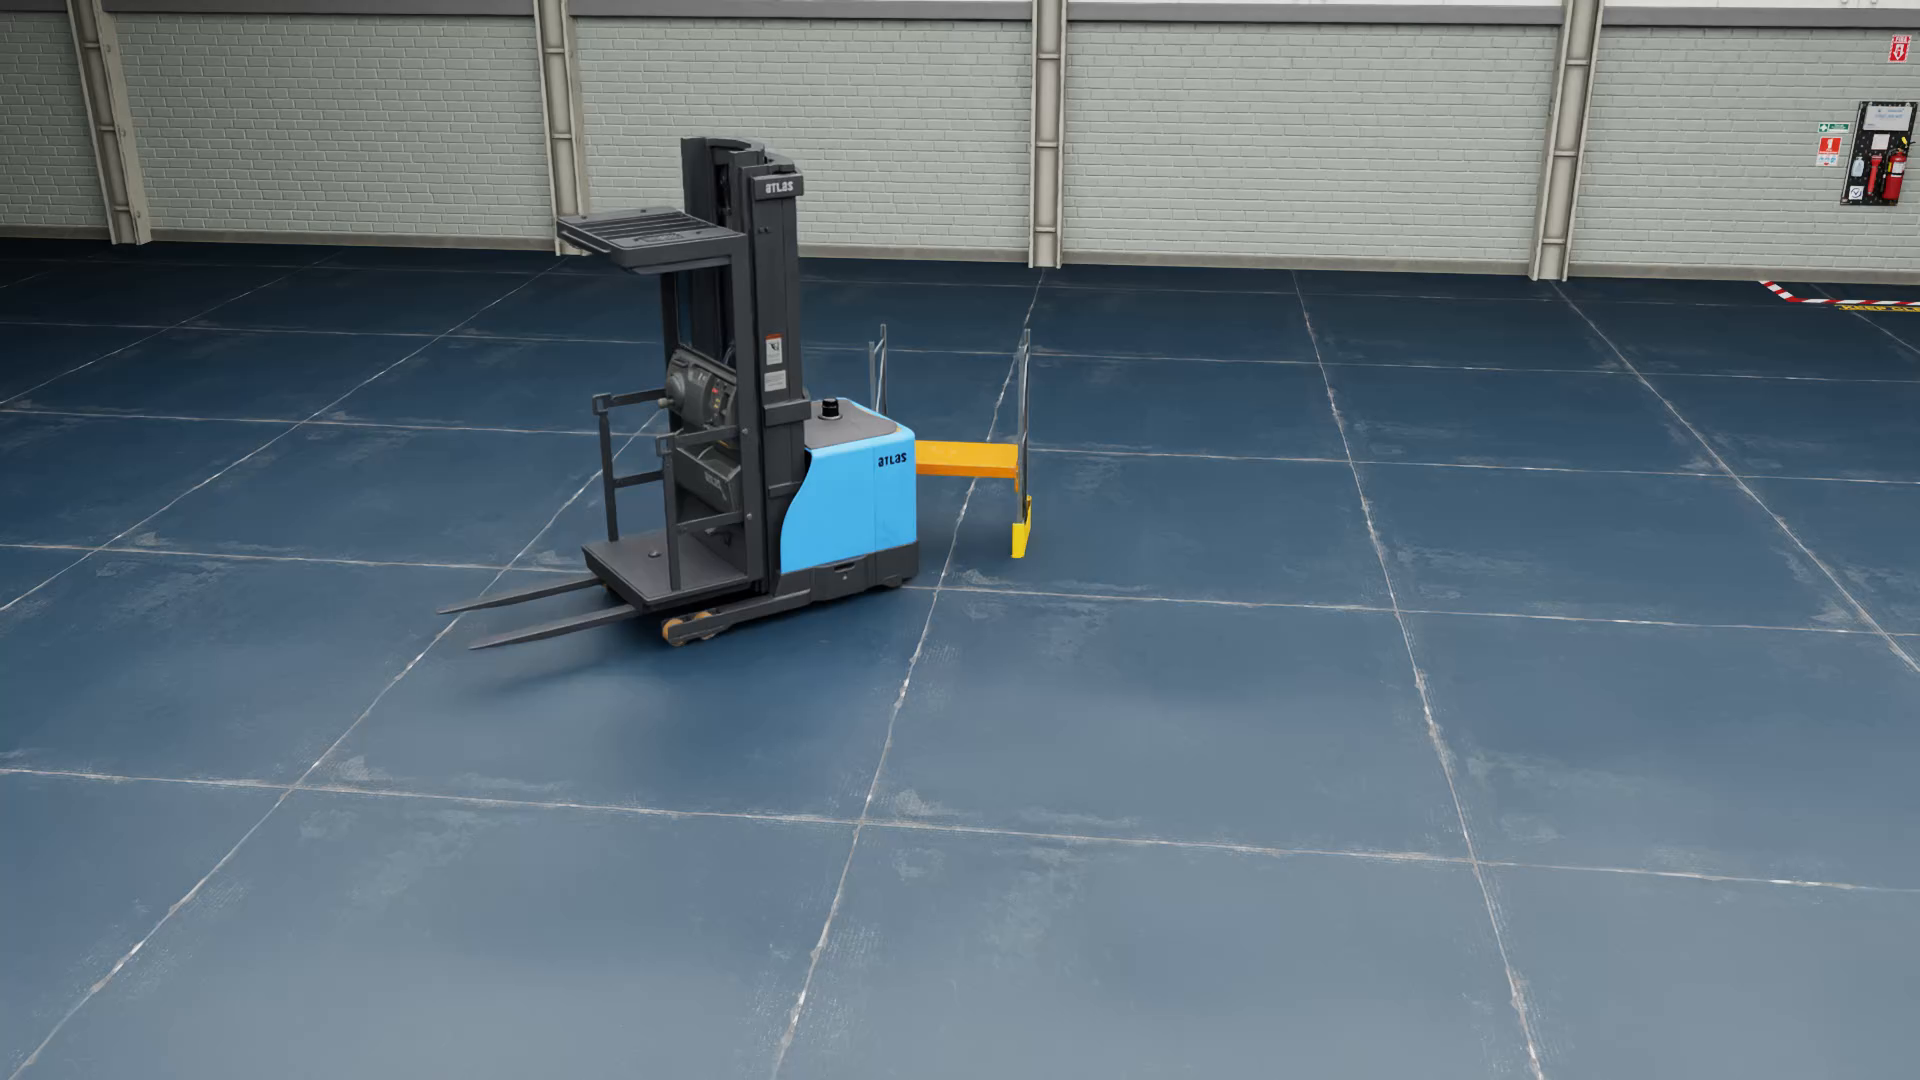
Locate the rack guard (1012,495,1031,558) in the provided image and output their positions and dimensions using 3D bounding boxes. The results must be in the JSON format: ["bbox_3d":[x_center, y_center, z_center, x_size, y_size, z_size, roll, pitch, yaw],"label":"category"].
[{"bbox_3d":[0.440,-0.101,11.856,0.087,0.250,0.587,3,22,7],"label":"rack guard"}]

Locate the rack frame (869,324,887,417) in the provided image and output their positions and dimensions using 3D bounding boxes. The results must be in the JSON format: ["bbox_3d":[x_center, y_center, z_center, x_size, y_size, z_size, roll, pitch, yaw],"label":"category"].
[{"bbox_3d":[-0.568,-0.729,11.744,0.032,1.500,0.500,3,22,7],"label":"rack frame"}]

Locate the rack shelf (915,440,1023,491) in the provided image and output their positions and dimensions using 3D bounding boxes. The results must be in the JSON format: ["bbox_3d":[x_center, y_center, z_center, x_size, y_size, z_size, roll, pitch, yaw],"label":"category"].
[{"bbox_3d":[-0.063,-0.539,11.751,1.000,0.185,0.538,3,22,7],"label":"rack shelf"}]

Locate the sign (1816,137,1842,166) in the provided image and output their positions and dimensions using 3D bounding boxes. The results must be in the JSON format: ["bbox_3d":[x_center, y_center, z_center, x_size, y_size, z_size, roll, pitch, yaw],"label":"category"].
[{"bbox_3d":[9.983,-4.466,19.108,0.234,0.329,0.001,2,22,6],"label":"sign"}]

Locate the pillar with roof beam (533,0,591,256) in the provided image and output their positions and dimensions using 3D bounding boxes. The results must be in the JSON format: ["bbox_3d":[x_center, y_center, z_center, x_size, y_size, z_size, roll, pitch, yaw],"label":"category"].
[{"bbox_3d":[-5.412,-6.264,15.545,0.400,9.000,9.100,2,22,6],"label":"pillar with roof beam"}]

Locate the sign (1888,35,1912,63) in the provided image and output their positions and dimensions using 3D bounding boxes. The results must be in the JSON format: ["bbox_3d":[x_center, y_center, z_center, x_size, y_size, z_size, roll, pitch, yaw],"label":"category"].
[{"bbox_3d":[10.524,-5.503,18.626,0.199,0.298,0.001,2,22,6],"label":"sign"}]

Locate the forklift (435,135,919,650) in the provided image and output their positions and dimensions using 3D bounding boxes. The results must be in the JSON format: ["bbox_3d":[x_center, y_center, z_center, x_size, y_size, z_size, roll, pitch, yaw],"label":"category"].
[{"bbox_3d":[-1.790,-0.927,10.298,3.031,2.935,1.130,-14,25,-31],"label":"forklift"}]

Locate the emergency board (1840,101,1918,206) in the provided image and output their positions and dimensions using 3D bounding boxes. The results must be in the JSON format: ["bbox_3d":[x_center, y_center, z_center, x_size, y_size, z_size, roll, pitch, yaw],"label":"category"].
[{"bbox_3d":[10.520,-4.388,18.959,0.643,1.169,0.194,2,22,6],"label":"emergency board"}]

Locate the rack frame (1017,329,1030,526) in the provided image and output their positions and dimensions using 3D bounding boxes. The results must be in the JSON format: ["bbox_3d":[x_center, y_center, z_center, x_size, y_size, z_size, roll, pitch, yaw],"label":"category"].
[{"bbox_3d":[0.441,-0.683,11.626,0.032,1.500,0.500,3,22,7],"label":"rack frame"}]

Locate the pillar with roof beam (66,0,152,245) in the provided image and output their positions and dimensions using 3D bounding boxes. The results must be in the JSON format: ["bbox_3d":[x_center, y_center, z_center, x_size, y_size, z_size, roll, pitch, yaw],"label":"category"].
[{"bbox_3d":[-11.370,-6.524,16.201,0.400,9.000,9.100,2,22,6],"label":"pillar with roof beam"}]

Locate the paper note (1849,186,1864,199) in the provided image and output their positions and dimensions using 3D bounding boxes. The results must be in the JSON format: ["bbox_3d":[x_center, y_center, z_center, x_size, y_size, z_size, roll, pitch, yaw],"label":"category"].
[{"bbox_3d":[10.352,-4.011,19.204,0.142,0.148,0.016,2,22,6],"label":"paper note"}]

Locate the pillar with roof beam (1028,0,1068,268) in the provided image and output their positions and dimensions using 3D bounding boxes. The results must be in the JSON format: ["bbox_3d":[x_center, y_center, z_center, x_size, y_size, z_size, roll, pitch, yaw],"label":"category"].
[{"bbox_3d":[0.546,-6.004,14.888,0.400,9.000,9.100,2,22,6],"label":"pillar with roof beam"}]

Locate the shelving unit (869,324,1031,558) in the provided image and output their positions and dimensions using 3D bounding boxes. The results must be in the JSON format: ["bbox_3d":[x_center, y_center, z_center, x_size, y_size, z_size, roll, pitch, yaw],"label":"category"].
[{"bbox_3d":[-0.054,-0.705,11.684,1.083,1.500,0.587,3,22,7],"label":"shelving unit"}]

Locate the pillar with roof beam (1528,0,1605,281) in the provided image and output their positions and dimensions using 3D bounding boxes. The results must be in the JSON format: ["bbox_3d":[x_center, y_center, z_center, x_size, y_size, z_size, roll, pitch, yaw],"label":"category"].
[{"bbox_3d":[6.504,-5.745,14.231,0.400,9.000,9.100,2,22,6],"label":"pillar with roof beam"}]

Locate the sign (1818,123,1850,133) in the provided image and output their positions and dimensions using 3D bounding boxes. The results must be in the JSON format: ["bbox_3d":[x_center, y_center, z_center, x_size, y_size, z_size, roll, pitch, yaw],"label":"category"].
[{"bbox_3d":[9.986,-4.709,19.002,0.331,0.109,0.001,2,22,6],"label":"sign"}]
